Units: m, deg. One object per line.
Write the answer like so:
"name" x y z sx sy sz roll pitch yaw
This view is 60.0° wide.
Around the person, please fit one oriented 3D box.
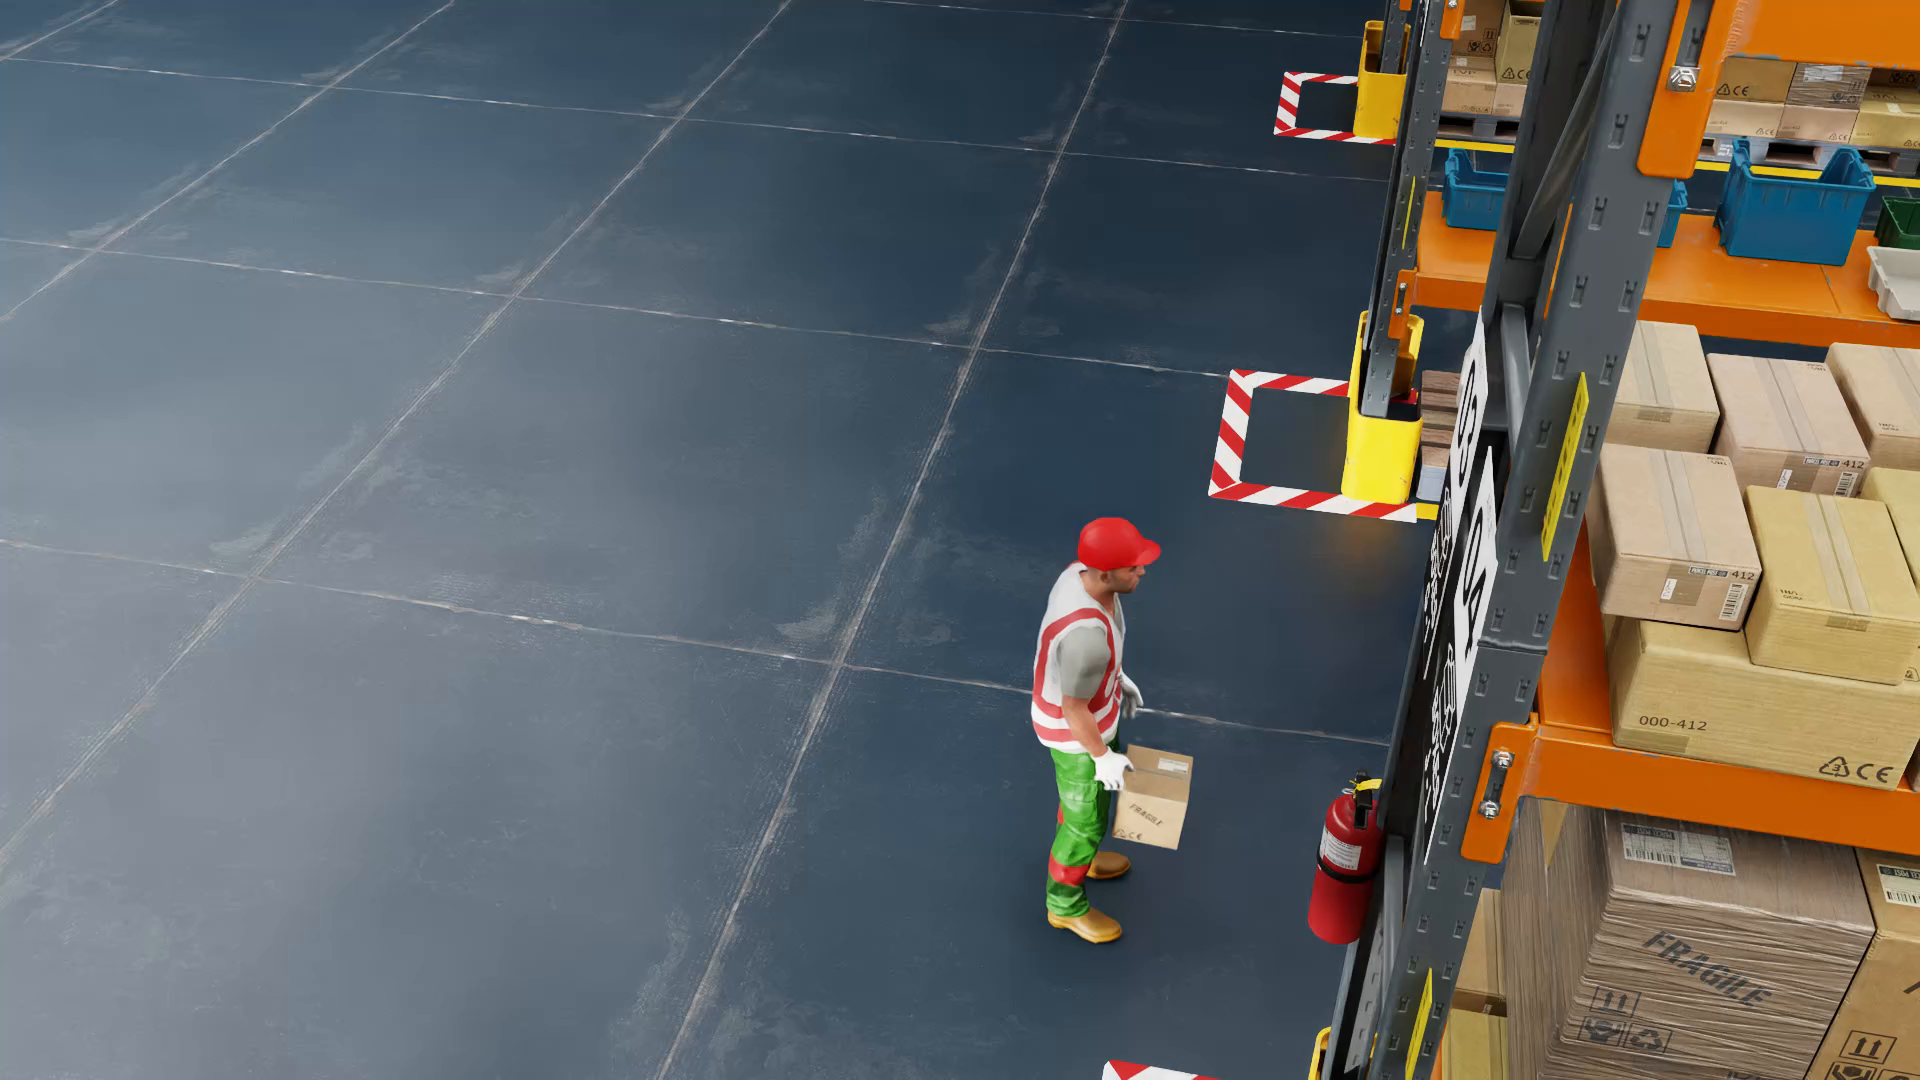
"person" 0.469 0.659 6.049 0.411 1.786 0.550 6 37 9
